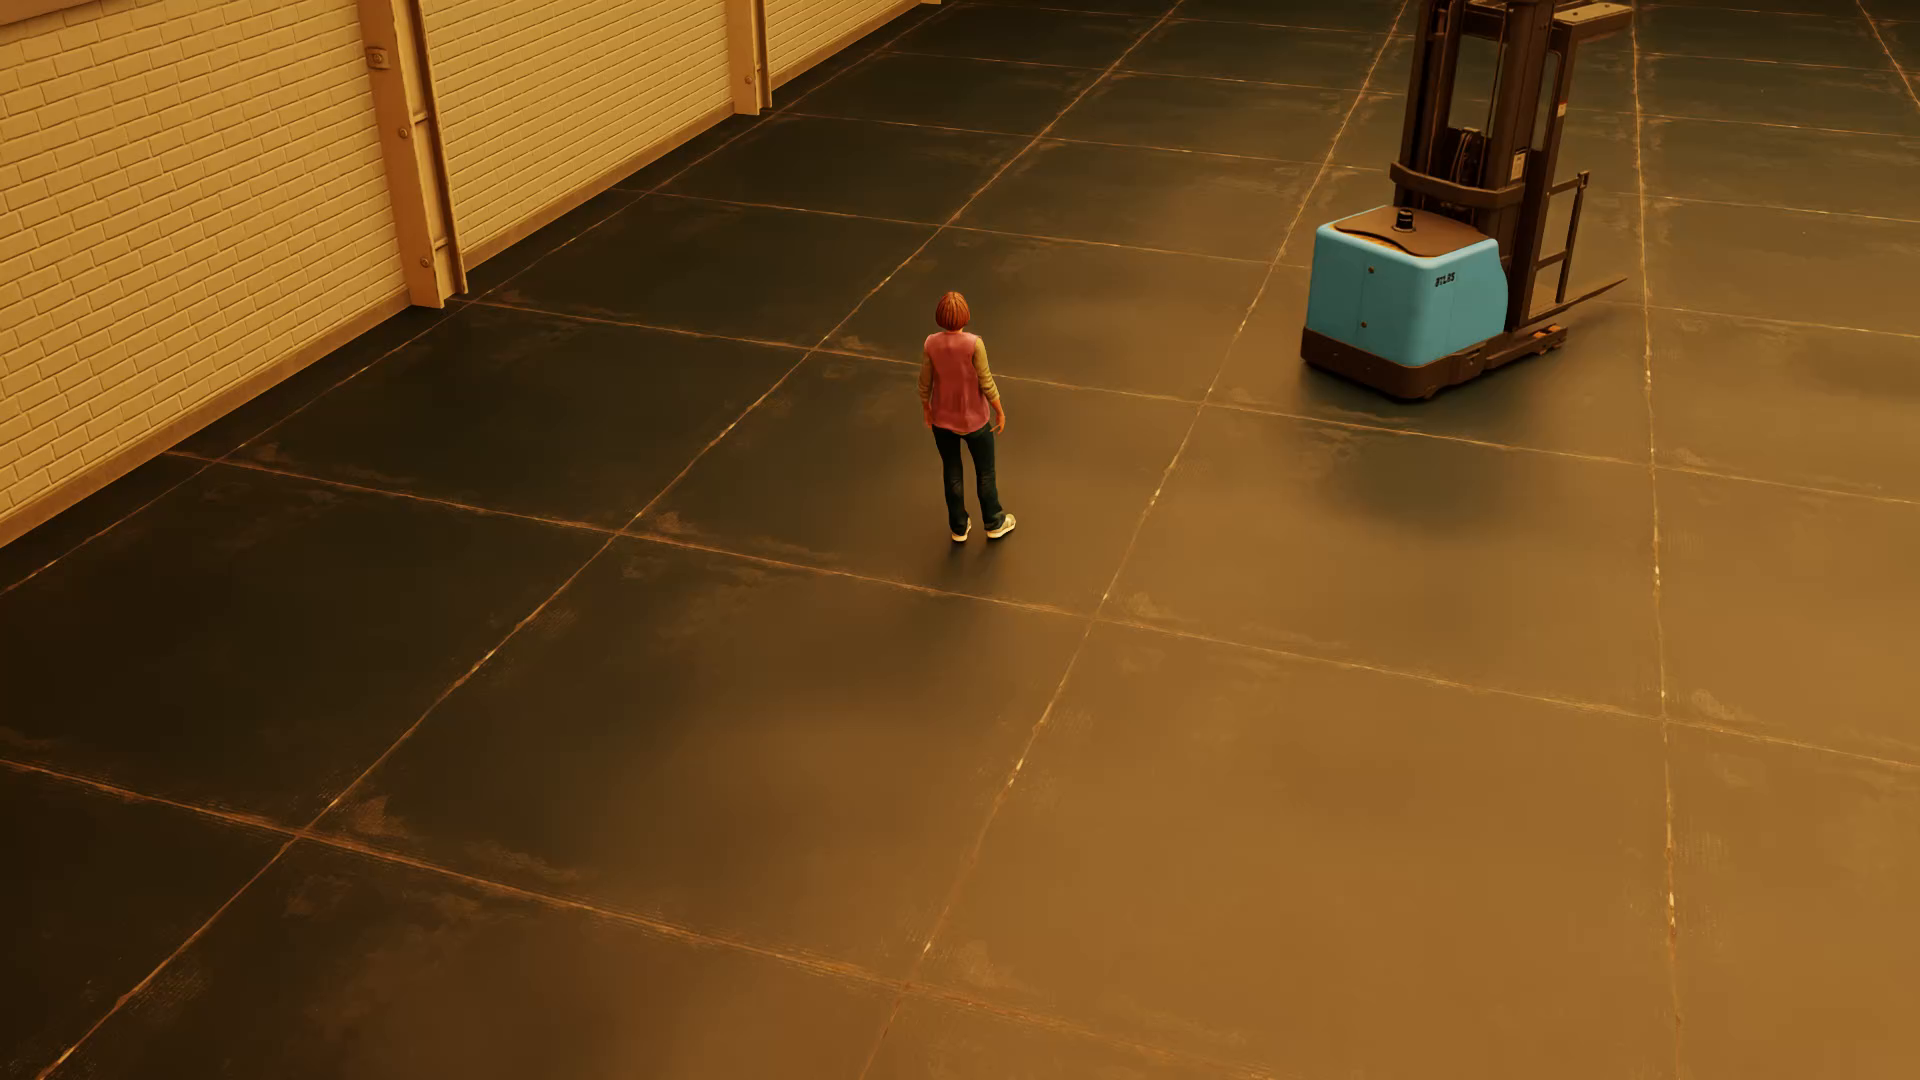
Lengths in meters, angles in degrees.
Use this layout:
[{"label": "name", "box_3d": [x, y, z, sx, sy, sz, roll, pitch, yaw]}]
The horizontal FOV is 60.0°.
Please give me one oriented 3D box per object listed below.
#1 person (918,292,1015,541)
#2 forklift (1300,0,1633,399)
[{"label": "person", "box_3d": [0.037, -0.732, 9.753, 0.520, 1.597, 0.476, 10, 31, 16]}, {"label": "forklift", "box_3d": [3.990, -2.856, 12.146, 3.031, 2.935, 1.130, -22, 36, -33]}]
